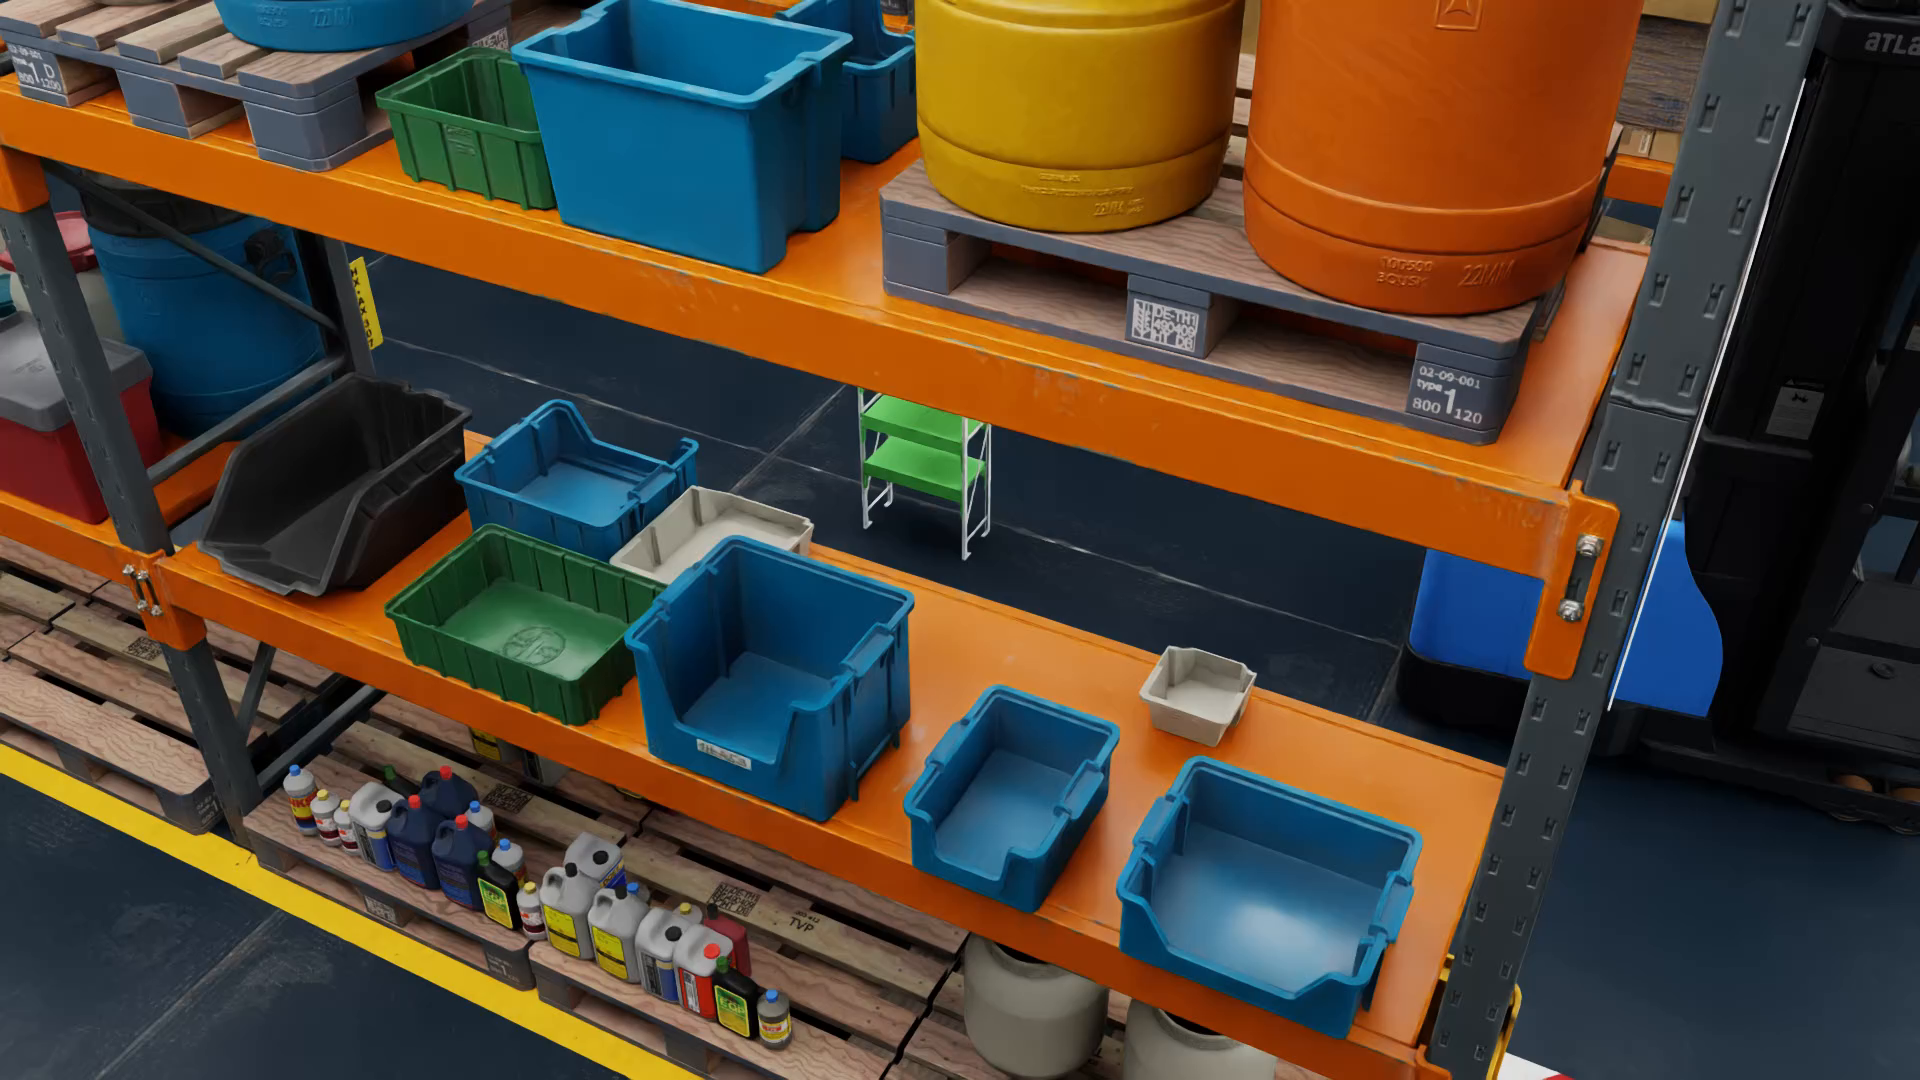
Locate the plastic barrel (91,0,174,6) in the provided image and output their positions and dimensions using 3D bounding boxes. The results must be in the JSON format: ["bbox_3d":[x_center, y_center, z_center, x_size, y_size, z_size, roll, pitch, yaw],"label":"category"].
[{"bbox_3d":[-1.973,-1.562,3.906,0.421,0.512,0.421,0,37,0],"label":"plastic barrel"}]

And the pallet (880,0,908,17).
[{"bbox_3d":[-0.599,-3.254,9.214,1.213,0.211,1.003,17,41,21],"label":"pallet"}]

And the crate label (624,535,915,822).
[{"bbox_3d":[-0.472,0.351,4.277,0.616,0.435,0.502,17,41,21],"label":"crate label"}]

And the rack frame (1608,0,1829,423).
[{"bbox_3d":[1.287,-1.658,1.991,0.127,3.000,1.000,17,41,21],"label":"rack frame"}]

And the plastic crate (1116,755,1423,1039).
[{"bbox_3d":[0.705,0.813,3.822,0.616,0.251,0.499,17,41,21],"label":"plastic crate"}]

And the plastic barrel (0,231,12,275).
[{"bbox_3d":[-3.665,-1.022,6.003,0.433,0.535,0.433,0,37,0],"label":"plastic barrel"}]

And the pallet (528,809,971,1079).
[{"bbox_3d":[-0.601,1.278,5.392,1.213,0.211,1.003,17,41,21],"label":"pallet"}]

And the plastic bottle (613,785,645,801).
[{"bbox_3d":[-1.128,0.756,5.656,0.133,0.283,0.061,17,41,21],"label":"plastic bottle"}]

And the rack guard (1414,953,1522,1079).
[{"bbox_3d":[1.198,1.732,4.555,0.348,0.500,1.175,17,41,21],"label":"rack guard"}]

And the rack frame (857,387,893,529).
[{"bbox_3d":[-0.364,-0.592,7.037,0.015,1.200,0.240,17,41,21],"label":"rack frame"}]

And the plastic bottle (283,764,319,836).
[{"bbox_3d":[-2.184,0.855,5.535,0.097,0.271,0.097,0,37,0],"label":"plastic bottle"}]

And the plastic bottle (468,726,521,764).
[{"bbox_3d":[-1.627,0.601,5.804,0.185,0.351,0.144,17,41,21],"label":"plastic bottle"}]

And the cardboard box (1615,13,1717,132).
[{"bbox_3d":[3.089,-2.253,7.409,0.500,0.500,0.875,17,41,21],"label":"cardboard box"}]

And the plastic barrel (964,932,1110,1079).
[{"bbox_3d":[0.222,1.274,4.801,0.421,0.512,0.421,0,37,0],"label":"plastic barrel"}]

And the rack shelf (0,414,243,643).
[{"bbox_3d":[-4.041,-0.650,6.220,4.000,0.370,1.077,17,41,21],"label":"rack shelf"}]

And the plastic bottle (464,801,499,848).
[{"bbox_3d":[-1.555,0.954,5.405,0.097,0.271,0.097,0,37,0],"label":"plastic bottle"}]

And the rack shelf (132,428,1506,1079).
[{"bbox_3d":[-0.489,0.462,4.755,4.000,0.370,1.077,17,41,21],"label":"rack shelf"}]

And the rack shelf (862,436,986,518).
[{"bbox_3d":[-0.147,-0.282,7.132,0.480,0.148,0.258,17,41,21],"label":"rack shelf"}]

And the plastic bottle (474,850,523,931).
[{"bbox_3d":[-1.444,1.094,5.210,0.133,0.283,0.061,19,41,23],"label":"plastic bottle"}]

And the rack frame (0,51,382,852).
[{"bbox_3d":[-2.265,-0.380,5.270,0.127,3.000,1.000,17,41,21],"label":"rack frame"}]

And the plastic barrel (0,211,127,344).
[{"bbox_3d":[-3.014,-0.818,5.735,0.433,0.535,0.433,0,37,0],"label":"plastic barrel"}]

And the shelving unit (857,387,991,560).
[{"bbox_3d":[-0.147,-0.524,6.948,0.503,1.200,0.258,17,41,21],"label":"shelving unit"}]

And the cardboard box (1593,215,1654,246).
[{"bbox_3d":[3.018,-1.282,8.178,0.500,0.500,0.500,25,44,29],"label":"cardboard box"}]

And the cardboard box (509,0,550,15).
[{"bbox_3d":[-2.455,-3.318,10.223,0.500,0.250,0.500,22,42,26],"label":"cardboard box"}]

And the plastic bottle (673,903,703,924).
[{"bbox_3d":[-0.839,1.200,5.138,0.097,0.201,0.097,0,37,0],"label":"plastic bottle"}]

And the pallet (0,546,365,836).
[{"bbox_3d":[-2.980,0.533,6.374,1.213,0.211,1.003,17,41,21],"label":"pallet"}]

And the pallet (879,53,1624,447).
[{"bbox_3d":[0.597,-0.670,3.327,1.213,0.211,1.003,17,41,21],"label":"pallet"}]

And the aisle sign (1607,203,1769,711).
[{"bbox_3d":[1.214,-0.124,2.783,0.004,0.787,0.394,17,41,21],"label":"aisle sign"}]

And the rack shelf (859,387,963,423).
[{"bbox_3d":[-0.147,-0.664,6.841,0.480,0.148,0.258,17,41,21],"label":"rack shelf"}]

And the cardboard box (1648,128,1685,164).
[{"bbox_3d":[3.216,-1.796,7.343,0.250,0.149,0.380,17,41,21],"label":"cardboard box"}]

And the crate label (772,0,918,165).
[{"bbox_3d":[-0.224,-1.102,3.862,0.408,0.251,0.502,17,41,21],"label":"crate label"}]

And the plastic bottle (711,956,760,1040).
[{"bbox_3d":[-0.658,1.341,4.886,0.133,0.283,0.061,18,41,23],"label":"plastic bottle"}]

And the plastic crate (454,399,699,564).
[{"bbox_3d":[-1.158,-0.159,5.102,0.616,0.251,0.499,17,41,21],"label":"plastic crate"}]

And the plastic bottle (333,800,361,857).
[{"bbox_3d":[-2.003,0.939,5.482,0.097,0.201,0.097,0,37,0],"label":"plastic bottle"}]

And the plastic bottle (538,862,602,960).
[{"bbox_3d":[-1.194,1.117,5.124,0.185,0.351,0.144,17,40,21],"label":"plastic bottle"}]

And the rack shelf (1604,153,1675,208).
[{"bbox_3d":[1.788,-2.197,8.258,4.000,0.370,1.077,17,41,21],"label":"rack shelf"}]

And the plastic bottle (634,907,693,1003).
[{"bbox_3d":[-0.880,1.243,5.021,0.135,0.276,0.152,16,40,20],"label":"plastic bottle"}]

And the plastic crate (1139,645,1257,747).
[{"bbox_3d":[0.640,0.415,4.440,0.250,0.136,0.298,17,41,21],"label":"plastic crate"}]

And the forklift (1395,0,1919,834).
[{"bbox_3d":[3.243,-0.491,5.473,3.031,2.935,1.130,12,39,15],"label":"forklift"}]

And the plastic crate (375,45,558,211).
[{"bbox_3d":[-0.989,-0.906,3.657,0.450,0.188,0.336,17,41,21],"label":"plastic crate"}]

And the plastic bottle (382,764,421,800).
[{"bbox_3d":[-1.836,0.868,5.508,0.133,0.283,0.061,17,41,21],"label":"plastic bottle"}]

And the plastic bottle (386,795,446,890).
[{"bbox_3d":[-1.739,0.947,5.349,0.185,0.351,0.144,18,41,23],"label":"plastic bottle"}]

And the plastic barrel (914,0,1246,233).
[{"bbox_3d":[0.216,-0.954,3.042,0.600,0.588,0.600,0,37,0],"label":"plastic barrel"}]

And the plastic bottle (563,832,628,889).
[{"bbox_3d":[-1.148,1.061,5.261,0.135,0.276,0.152,17,41,21],"label":"plastic bottle"}]
